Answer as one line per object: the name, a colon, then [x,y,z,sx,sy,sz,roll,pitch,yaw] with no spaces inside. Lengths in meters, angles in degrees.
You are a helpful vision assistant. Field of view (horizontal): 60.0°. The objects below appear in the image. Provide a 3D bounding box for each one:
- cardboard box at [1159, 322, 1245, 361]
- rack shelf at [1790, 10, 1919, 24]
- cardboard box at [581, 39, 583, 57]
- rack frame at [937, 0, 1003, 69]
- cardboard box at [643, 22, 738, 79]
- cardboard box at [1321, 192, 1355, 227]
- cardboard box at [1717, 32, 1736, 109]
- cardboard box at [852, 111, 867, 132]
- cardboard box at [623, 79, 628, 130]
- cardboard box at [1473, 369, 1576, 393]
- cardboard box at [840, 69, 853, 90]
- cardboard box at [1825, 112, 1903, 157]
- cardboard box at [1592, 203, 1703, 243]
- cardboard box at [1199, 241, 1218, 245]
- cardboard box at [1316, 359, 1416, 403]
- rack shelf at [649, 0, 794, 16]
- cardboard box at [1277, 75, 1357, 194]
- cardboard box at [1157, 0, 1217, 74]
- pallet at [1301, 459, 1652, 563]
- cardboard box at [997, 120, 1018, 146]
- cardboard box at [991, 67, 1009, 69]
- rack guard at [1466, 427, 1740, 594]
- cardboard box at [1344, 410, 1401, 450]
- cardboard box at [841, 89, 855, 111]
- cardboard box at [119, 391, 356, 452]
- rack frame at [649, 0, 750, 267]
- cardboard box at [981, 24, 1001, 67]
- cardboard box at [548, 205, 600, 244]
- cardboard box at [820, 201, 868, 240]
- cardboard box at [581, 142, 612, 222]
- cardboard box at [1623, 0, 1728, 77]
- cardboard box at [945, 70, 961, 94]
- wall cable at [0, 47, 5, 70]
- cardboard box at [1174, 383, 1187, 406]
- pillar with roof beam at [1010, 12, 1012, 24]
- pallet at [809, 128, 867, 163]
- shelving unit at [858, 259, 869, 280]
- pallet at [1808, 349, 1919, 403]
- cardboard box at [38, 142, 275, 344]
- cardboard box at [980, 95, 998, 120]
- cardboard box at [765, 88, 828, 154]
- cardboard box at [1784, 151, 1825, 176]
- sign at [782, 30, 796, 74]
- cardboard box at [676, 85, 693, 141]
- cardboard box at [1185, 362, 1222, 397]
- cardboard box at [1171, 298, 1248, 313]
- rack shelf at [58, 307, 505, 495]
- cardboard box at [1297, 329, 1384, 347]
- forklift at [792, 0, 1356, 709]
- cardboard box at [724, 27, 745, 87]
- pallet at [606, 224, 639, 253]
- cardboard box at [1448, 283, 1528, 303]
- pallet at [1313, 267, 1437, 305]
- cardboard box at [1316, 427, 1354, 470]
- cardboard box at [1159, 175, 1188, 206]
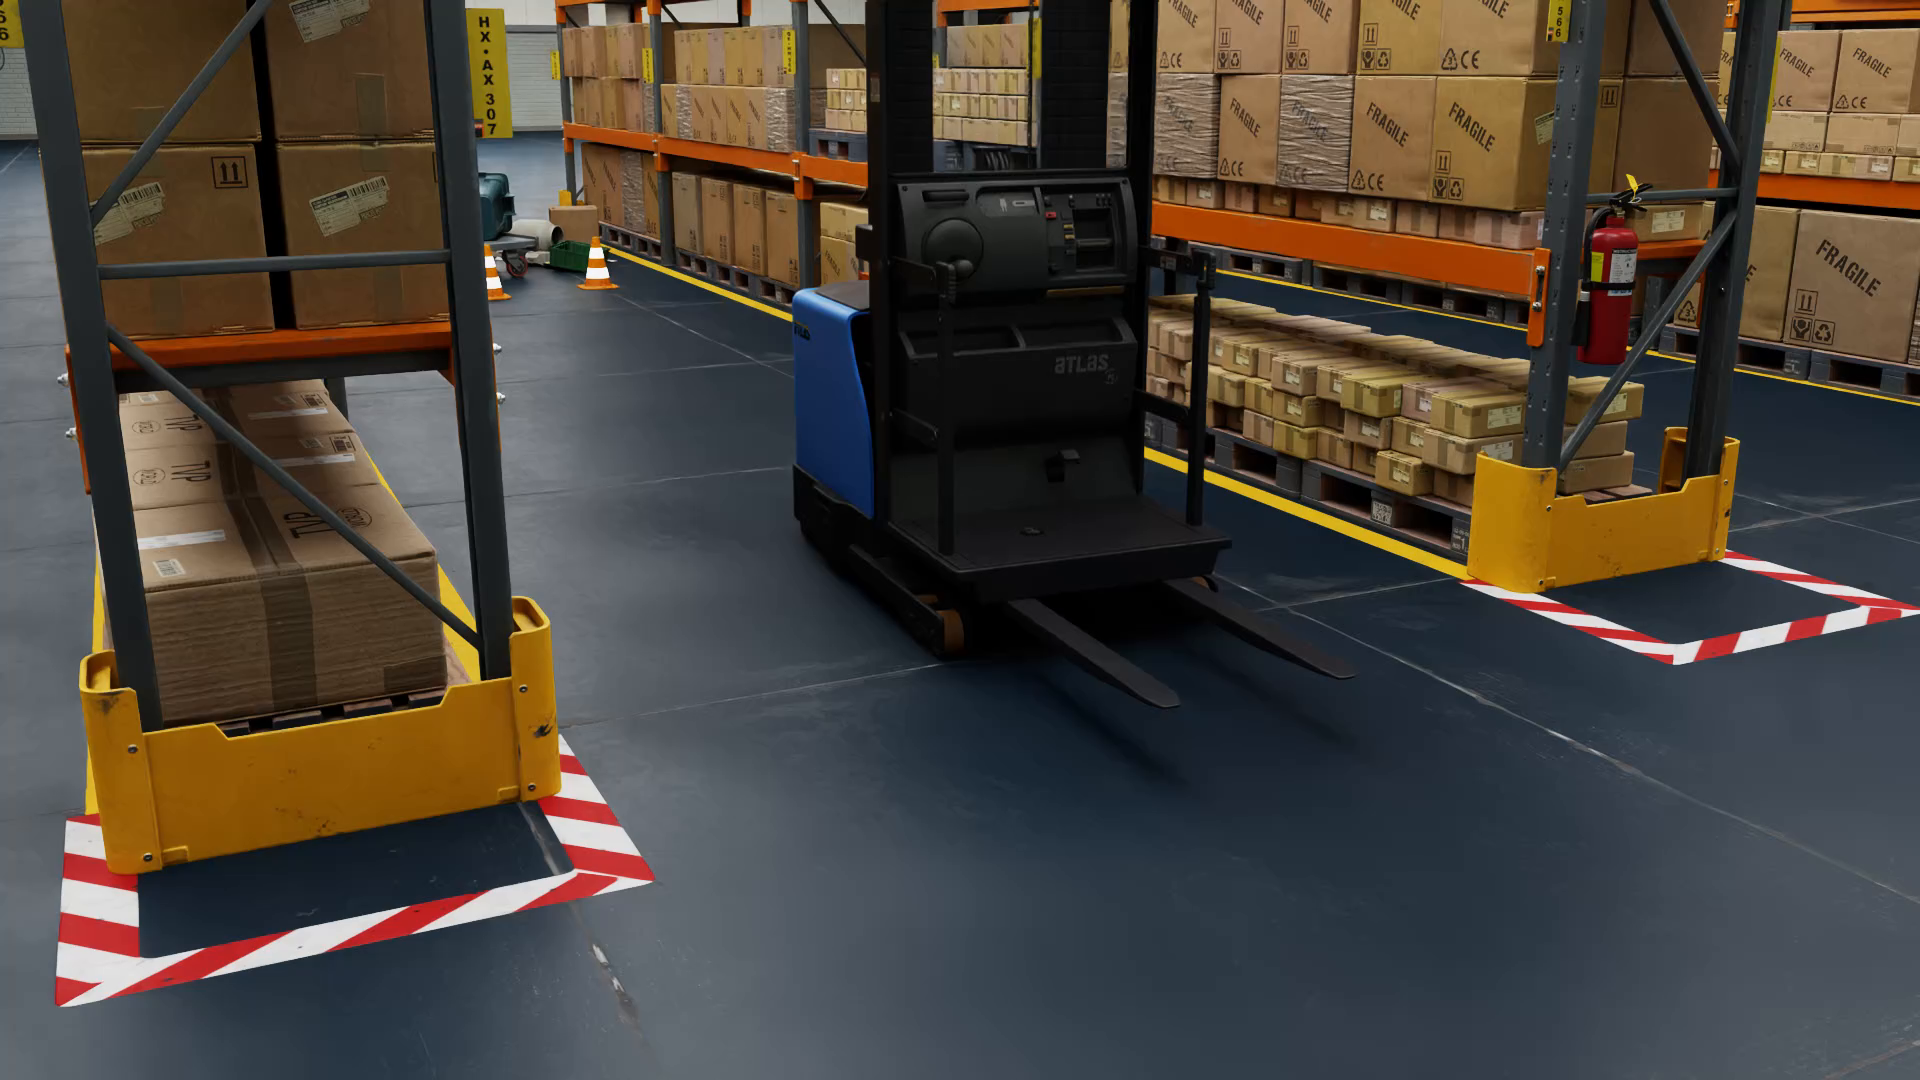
cardboard box: [1.282,-1.051,8.804,0.380,0.149,0.250,-7,18,-24]
rack shelf: [14.403,-8.257,26.451,1.077,0.370,4.000,-8,18,-25]
cardboard box: [-3.883,-5.656,19.292,0.875,0.550,0.550,-8,18,-25]
rack frame: [0.168,-5.861,22.236,1.000,3.000,0.127,-8,18,-25]
cardboard box: [-2.713,-4.982,16.943,0.875,0.550,0.550,-8,18,-25]
cardboard box: [1.858,-1.501,7.499,0.380,0.149,0.250,-9,18,-27]
cardboard box: [5.405,-3.167,11.223,0.500,0.500,0.500,-8,18,-25]
cardboard box: [-0.579,-3.115,12.363,0.380,0.149,0.250,-7,17,-22]
cardboard box: [-3.147,-4.739,18.054,0.875,0.550,0.550,-8,18,-25]
cardboard box: [2.522,-0.662,7.447,0.380,0.149,0.250,-7,18,-24]
cardboard box: [-0.682,-3.466,12.505,0.380,0.149,0.250,-8,18,-26]
cardboard box: [5.841,-2.557,10.454,0.500,0.250,0.500,-7,18,-24]
cardboard box: [2.828,-1.319,6.863,0.380,0.149,0.250,-8,18,-25]
cardboard box: [2.852,-3.327,17.139,0.700,0.500,0.500,-6,17,-20]
cardboard box: [1.873,-0.727,7.676,0.380,0.149,0.250,-8,18,-27]
rack shelf: [-1.706,-4.895,14.736,1.077,0.370,4.000,-8,18,-25]
cardboard box: [1.795,-1.844,7.517,0.500,0.500,0.500,-8,18,-25]
cardboard box: [1.335,-2.586,8.291,0.500,0.500,0.500,-7,18,-24]
pallet: [2.317,-0.204,7.577,1.003,0.211,1.213,-8,18,-25]
cardboard box: [0.456,-2.531,10.327,0.380,0.149,0.250,-8,18,-25]
cardboard box: [0.892,-5.674,20.863,0.875,0.500,0.500,-8,18,-25]
rack guard: [2.642,-0.137,6.821,1.175,0.500,0.348,-8,18,-25]
cardboard box: [1.958,-0.519,7.489,0.380,0.149,0.250,-8,18,-27]
cardboard box: [-0.678,-3.316,12.523,0.380,0.149,0.250,-7,17,-22]
cardboard box: [-2.912,-0.268,6.629,0.875,0.438,0.875,-8,18,-27]
rack frame: [-2.582,-4.295,16.779,1.000,3.000,0.127,-8,18,-25]
cardboard box: [0.597,-6.115,20.587,0.500,0.500,0.500,-8,18,-25]
cardboard box: [-4.185,-3.355,18.033,0.500,0.500,0.500,-5,17,-15]
cardboard box: [-0.745,-2.464,12.808,0.500,0.250,0.500,-9,18,-27]
cardboard box: [-3.978,-4.307,19.912,0.875,0.875,0.875,-8,18,-25]
cardboard box: [2.717,-2.134,6.717,0.500,0.500,0.500,-8,18,-25]
cardboard box: [0.121,-3.011,10.922,0.380,0.149,0.250,-8,18,-27]
wall cable: [-26.950,-13.501,43.614,3.097,2.526,0.112,-8,18,-25]
cardboard box: [1.371,-0.773,8.913,0.380,0.149,0.250,-9,18,-27]
pillar with roof beam: [-2.402,-17.390,51.535,9.100,9.000,0.400,-8,18,-25]
pallet: [-0.422,-3.047,12.778,1.213,0.211,1.003,-8,18,-25]
shelving unit: [-0.268,-0.769,7.754,0.258,1.200,0.503,-7,17,-22]
pallet: [6.227,-1.044,10.507,1.003,0.211,1.213,-8,18,-25]
cardboard box: [-2.180,-0.832,4.530,0.500,0.500,0.500,-8,18,-25]
cardboard box: [0.348,-2.737,10.506,0.380,0.149,0.250,-7,17,-22]
cardboard box: [-1.269,-3.430,13.585,0.500,0.500,0.500,-8,18,-25]
cardboard box: [5.604,-2.456,10.826,0.380,0.149,0.250,-8,18,-26]
sign: [-1.327,-3.792,12.926,0.100,0.325,0.005,-8,18,-25]
cardboard box: [-2.372,-4.055,15.761,0.500,0.500,0.500,-7,18,-24]
cardboard box: [1.393,-0.841,8.610,0.380,0.149,0.250,-8,18,-25]
cardboard box: [1.460,-1.313,9.718,0.380,0.149,0.250,-7,18,-24]
rack shelf: [-2.607,-0.846,6.066,1.077,0.370,4.000,-8,18,-25]
cardboard box: [1.960,-0.983,8.565,0.380,0.149,0.250,-8,18,-25]
forklift: [0.304,-1.134,5.890,1.130,2.935,3.031,-7,17,-22]
cardboard box: [-1.691,-4.323,14.883,0.700,0.500,0.500,-8,18,-25]
pallet: [-3.384,-3.455,18.909,1.003,0.211,1.213,-8,18,-25]
cardboard box: [4.735,-2.444,13.419,1.225,0.875,0.875,-8,18,-27]
pallet: [3.951,-2.332,14.996,1.003,0.211,1.213,-8,18,-25]
cardboard box: [1.895,-0.443,7.765,0.380,0.149,0.250,-7,18,-24]
cardboard box: [1.262,-1.827,8.636,0.380,0.149,0.250,-7,18,-24]
